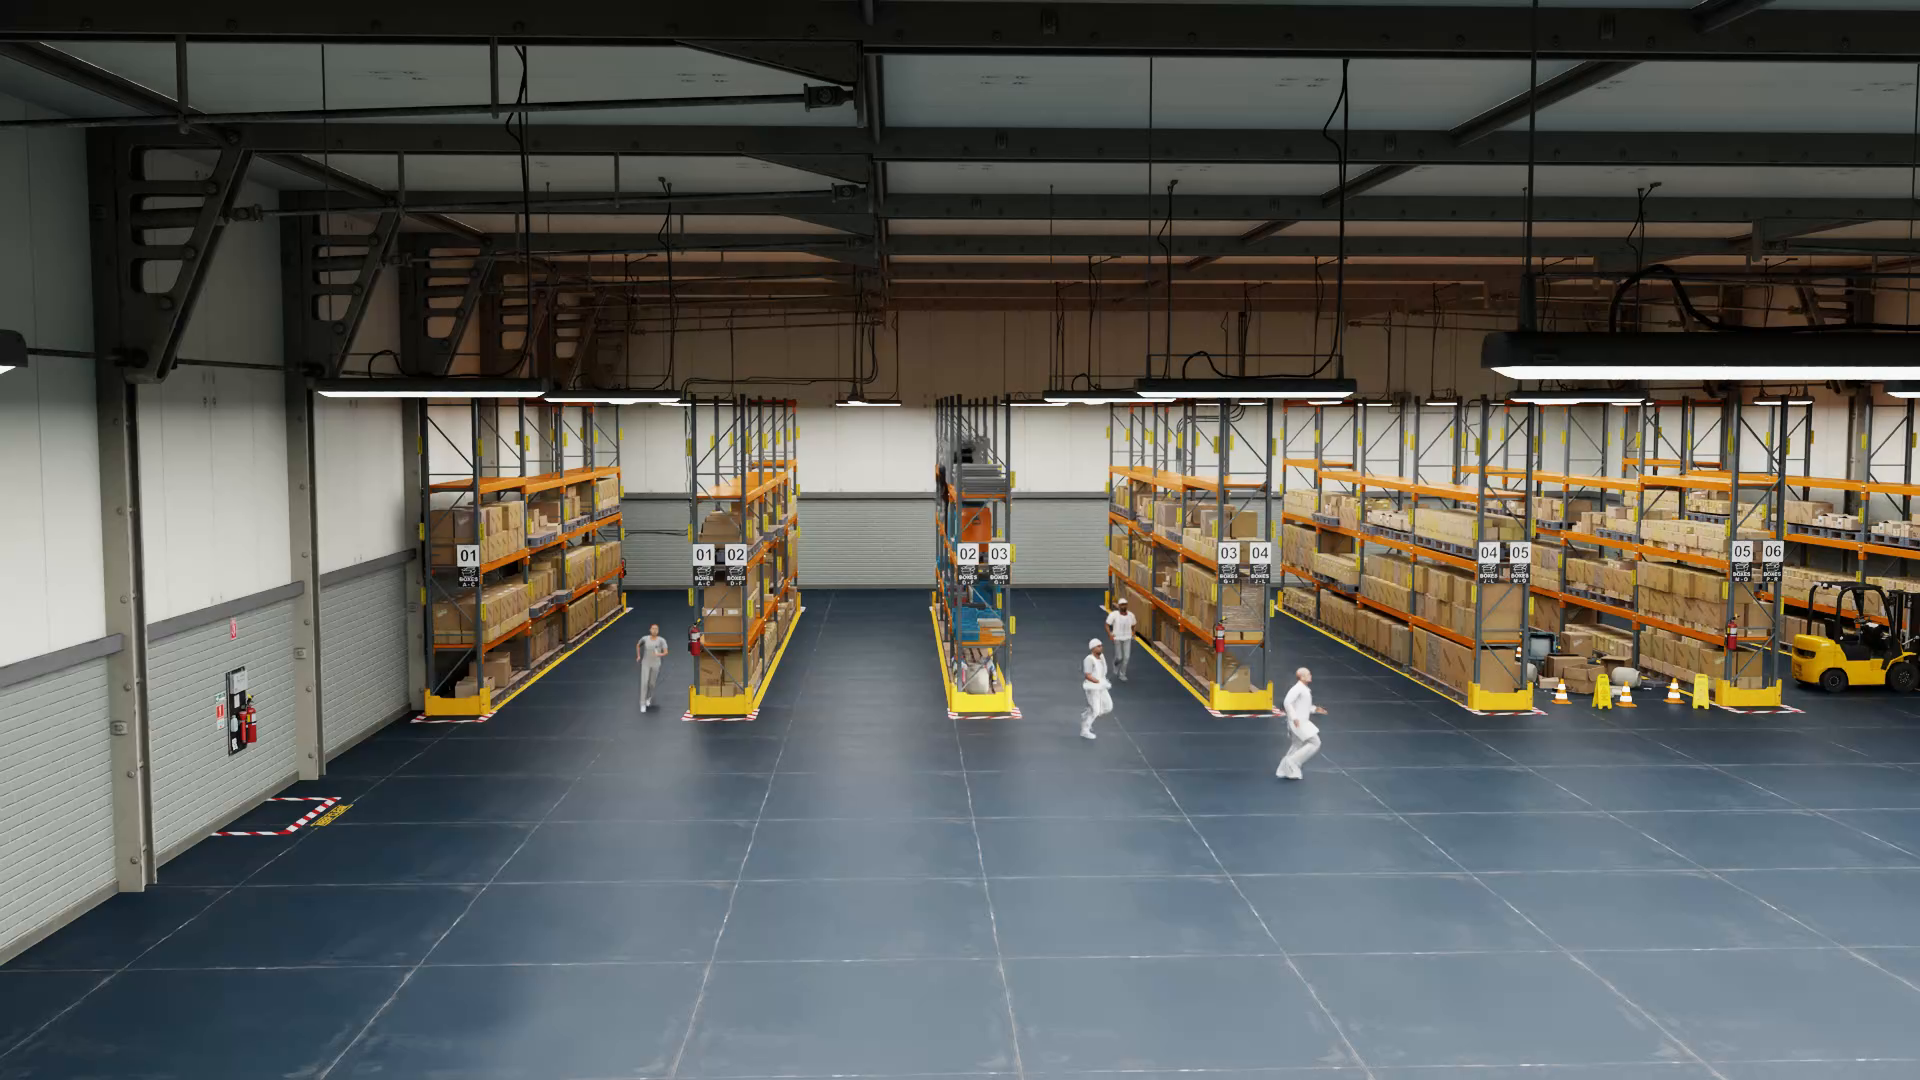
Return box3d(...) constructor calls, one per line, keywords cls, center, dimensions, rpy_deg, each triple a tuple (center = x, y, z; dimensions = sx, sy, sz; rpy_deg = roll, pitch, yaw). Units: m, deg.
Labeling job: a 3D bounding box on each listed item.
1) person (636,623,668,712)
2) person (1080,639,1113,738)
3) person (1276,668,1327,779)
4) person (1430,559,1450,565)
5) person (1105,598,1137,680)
box3d(cls="person", center=(-5.836, 2.379, 31.538), dimensions=(0.590, 1.633, 0.994), rpy_deg=(-1, 5, -11))
box3d(cls="person", center=(2.403, 2.579, 28.968), dimensions=(0.652, 1.736, 0.723), rpy_deg=(3, 5, 33))
box3d(cls="person", center=(5.280, 2.828, 25.682), dimensions=(0.760, 1.723, 0.627), rpy_deg=(1, 5, 13))
box3d(cls="person", center=(14.329, 0.975, 49.261), dimensions=(0.765, 1.806, 0.648), rpy_deg=(0, 4, 2))
box3d(cls="person", center=(3.421, 2.092, 35.239), dimensions=(0.688, 1.728, 0.565), rpy_deg=(-1, 5, -9))
